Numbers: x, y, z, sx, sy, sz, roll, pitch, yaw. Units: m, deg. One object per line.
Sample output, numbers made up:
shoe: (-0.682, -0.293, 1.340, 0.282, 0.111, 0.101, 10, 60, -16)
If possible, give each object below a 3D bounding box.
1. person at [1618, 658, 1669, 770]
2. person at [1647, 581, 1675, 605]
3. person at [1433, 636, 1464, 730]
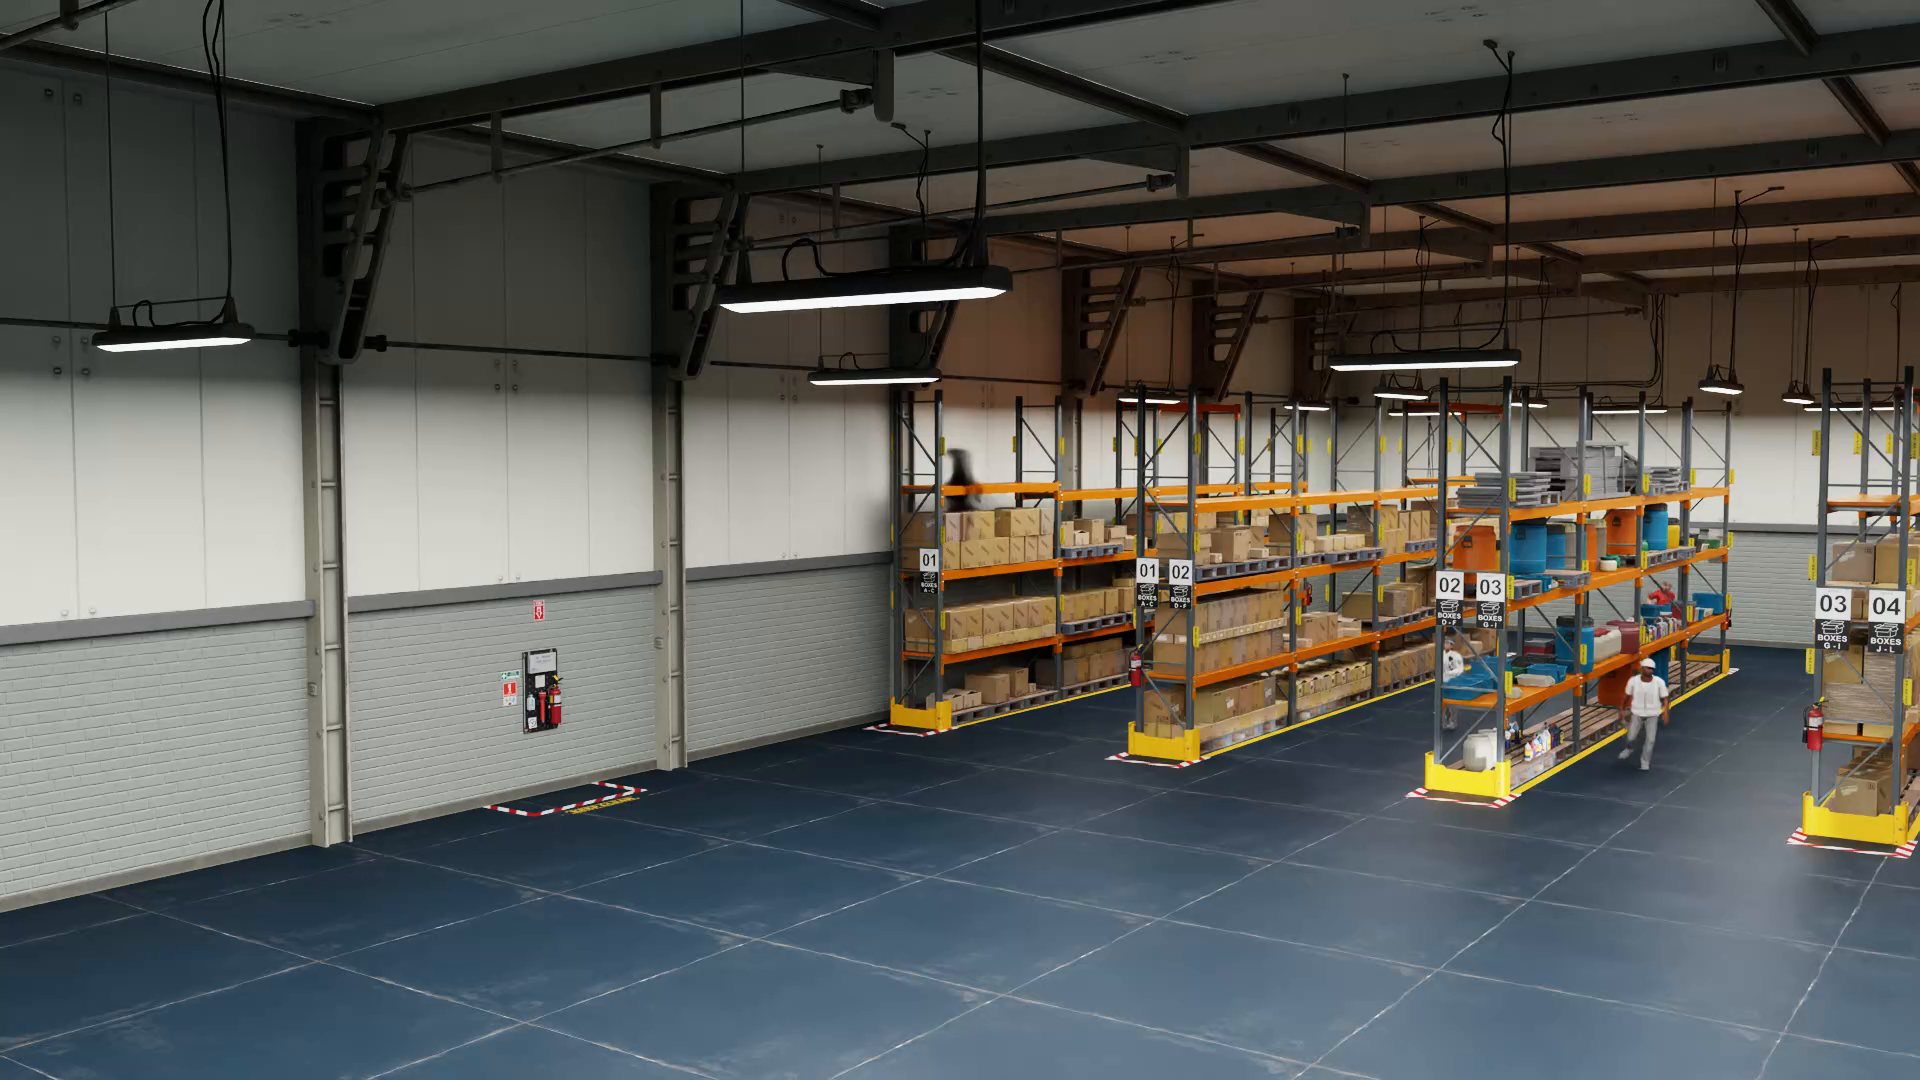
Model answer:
person: (10.589, 2.681, 25.749, 0.734, 1.728, 0.624, 1, 4, 24)
person: (17.265, 1.858, 40.886, 0.702, 1.691, 0.878, -1, 3, -14)
person: (8.537, 2.508, 29.247, 0.489, 1.678, 0.656, 3, 4, 41)
